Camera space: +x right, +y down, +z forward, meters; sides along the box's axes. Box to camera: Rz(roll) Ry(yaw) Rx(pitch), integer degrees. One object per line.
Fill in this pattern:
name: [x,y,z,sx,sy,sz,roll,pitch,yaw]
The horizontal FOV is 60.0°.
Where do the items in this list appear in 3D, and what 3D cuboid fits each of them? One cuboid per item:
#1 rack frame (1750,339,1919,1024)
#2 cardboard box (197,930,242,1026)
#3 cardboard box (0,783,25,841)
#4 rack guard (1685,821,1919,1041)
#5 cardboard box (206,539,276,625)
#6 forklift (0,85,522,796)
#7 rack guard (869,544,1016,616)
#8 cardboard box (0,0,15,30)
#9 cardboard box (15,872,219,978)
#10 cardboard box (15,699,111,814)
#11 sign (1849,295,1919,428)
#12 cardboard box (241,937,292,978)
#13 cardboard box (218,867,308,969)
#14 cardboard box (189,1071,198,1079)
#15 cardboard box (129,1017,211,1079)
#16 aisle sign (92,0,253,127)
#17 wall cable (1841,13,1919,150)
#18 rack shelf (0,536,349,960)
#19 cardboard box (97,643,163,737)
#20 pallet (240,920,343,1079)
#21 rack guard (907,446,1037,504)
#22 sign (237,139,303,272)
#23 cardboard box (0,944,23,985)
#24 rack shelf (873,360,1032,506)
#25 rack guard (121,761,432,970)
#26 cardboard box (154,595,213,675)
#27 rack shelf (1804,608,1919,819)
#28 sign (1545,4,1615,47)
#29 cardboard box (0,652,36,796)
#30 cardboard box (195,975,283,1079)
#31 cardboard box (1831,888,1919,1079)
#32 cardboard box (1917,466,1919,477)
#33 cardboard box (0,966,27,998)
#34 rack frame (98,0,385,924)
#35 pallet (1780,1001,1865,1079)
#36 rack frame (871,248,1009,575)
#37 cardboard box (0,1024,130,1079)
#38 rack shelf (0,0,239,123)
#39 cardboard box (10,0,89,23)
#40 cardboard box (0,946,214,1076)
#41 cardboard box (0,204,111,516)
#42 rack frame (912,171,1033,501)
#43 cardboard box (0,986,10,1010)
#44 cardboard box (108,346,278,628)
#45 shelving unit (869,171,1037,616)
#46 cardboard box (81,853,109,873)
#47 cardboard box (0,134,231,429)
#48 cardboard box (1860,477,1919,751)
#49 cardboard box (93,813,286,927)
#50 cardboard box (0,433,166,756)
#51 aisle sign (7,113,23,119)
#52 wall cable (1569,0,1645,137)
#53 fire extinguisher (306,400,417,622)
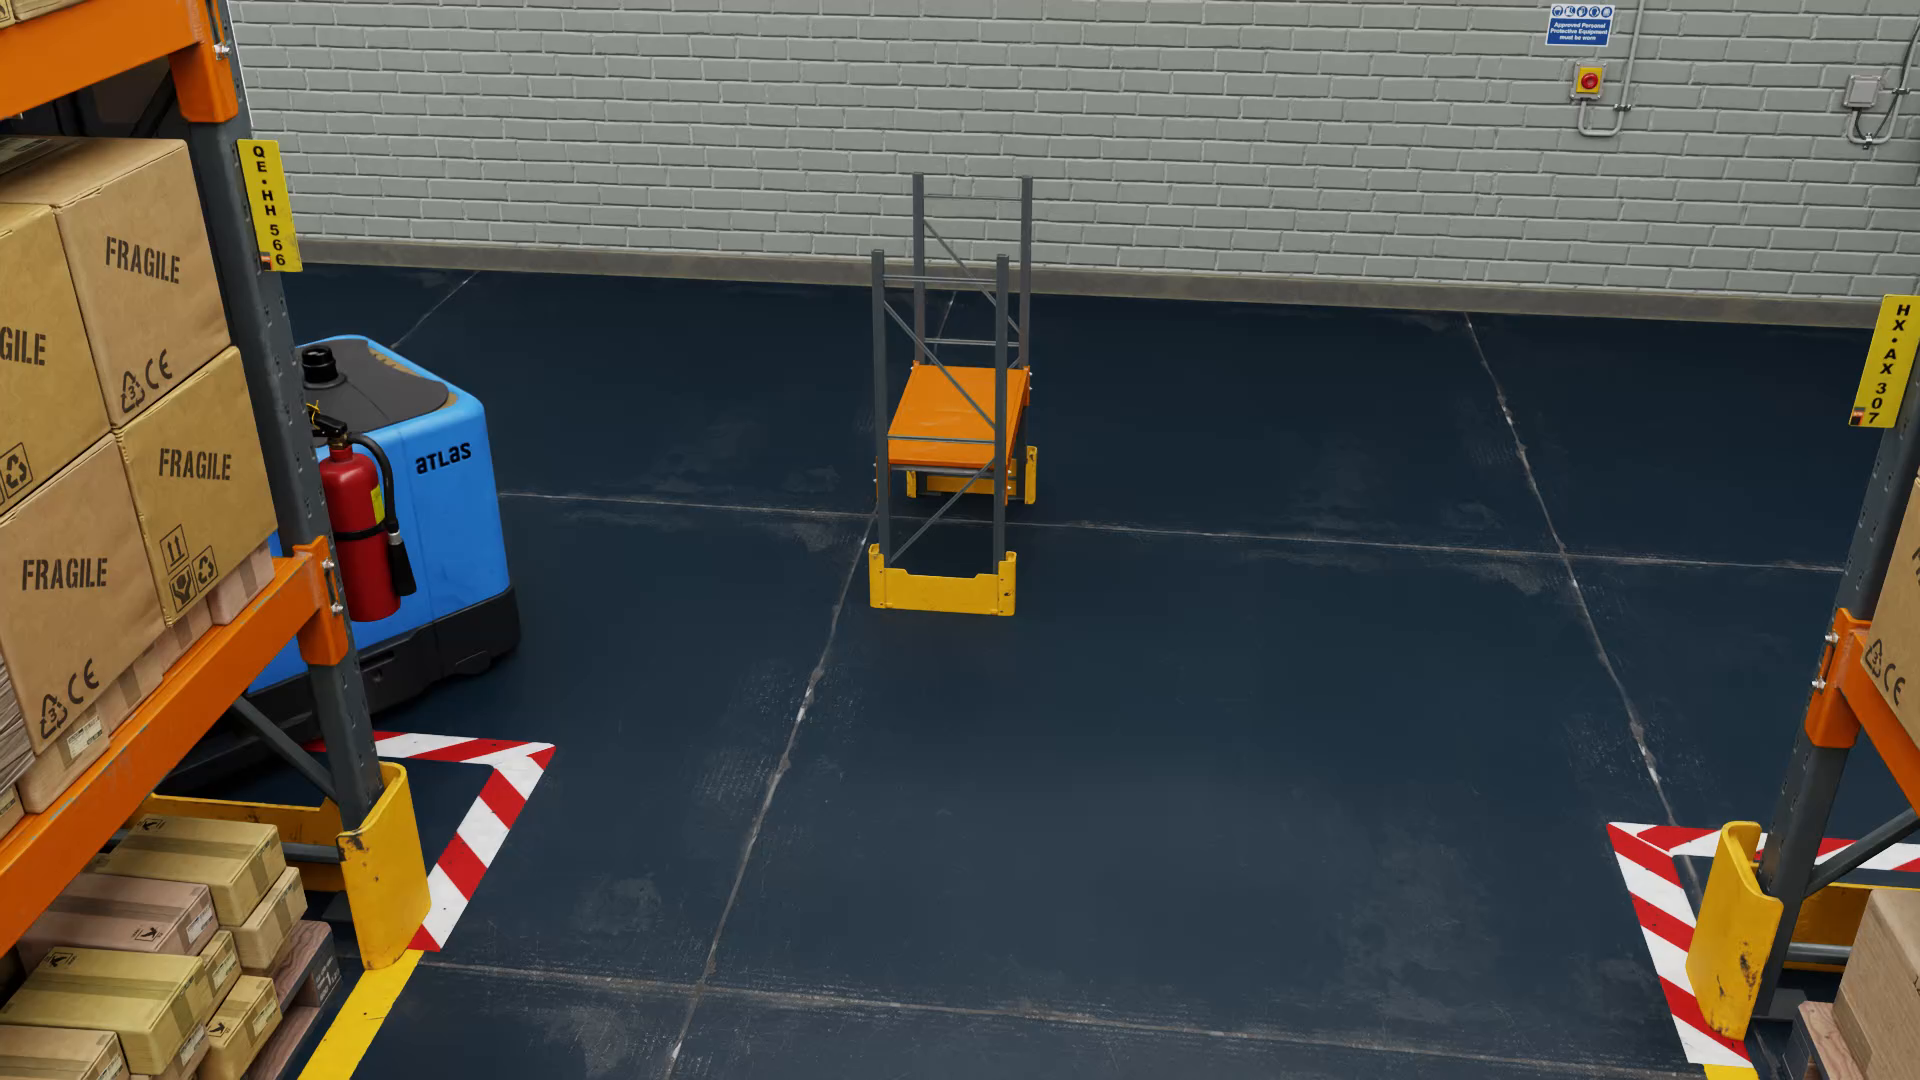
rack frame: [2.704,0.039,4.014,1.000,3.000,0.127,3,28,6]
cardboard box: [-2.088,1.123,4.251,0.380,0.149,0.250,3,28,5]
cardboard box: [-2.133,0.557,3.318,0.380,0.149,0.250,2,28,4]
rack guard: [2.707,1.129,4.628,1.175,0.500,0.348,3,28,6]
cardboard box: [-1.980,0.080,4.204,0.380,0.149,0.250,3,28,6]
forklift: [-3.089,-0.517,5.119,3.031,2.935,1.130,-25,37,-38]
rack guard: [-0.070,0.160,6.689,0.587,0.250,0.087,3,28,6]
cardboard box: [-2.069,-0.985,2.912,0.500,0.250,0.500,3,28,6]
cardboard box: [-2.122,0.986,4.192,0.380,0.149,0.250,4,29,7]
cardboard box: [-2.072,0.435,3.545,0.380,0.149,0.250,4,29,8]
sign: [2.154,-0.412,3.855,0.100,0.325,0.005,3,28,6]
cardboard box: [-2.078,1.129,4.554,0.380,0.149,0.250,4,29,7]
cardboard box: [-2.002,1.004,4.474,0.380,0.149,0.250,3,28,5]
cardboard box: [-2.127,1.376,4.097,0.380,0.149,0.250,3,28,6]
cardboard box: [-2.064,1.248,4.020,0.380,0.149,0.250,2,28,4]
aisle sign: [-1.914,-1.362,3.875,0.394,0.787,0.004,3,28,6]
wall cable: [4.781,-2.987,8.560,0.588,1.984,0.122,3,28,6]
rack shelf: [-2.466,1.057,2.883,1.077,0.370,4.000,3,28,6]
cardboard box: [-2.064,0.314,3.770,0.380,0.149,0.250,3,28,6]
pallet: [-2.365,1.443,4.349,1.003,0.211,1.213,3,28,6]
rack guard: [0.052,-0.309,7.559,0.587,0.250,0.087,3,28,6]
sign: [-1.672,-0.808,4.033,0.100,0.325,0.005,3,28,6]
cardboard box: [-2.537,0.971,4.220,0.380,0.149,0.250,4,29,7]
rack shelf: [-0.010,-0.462,6.905,0.538,0.185,1.000,3,28,6]
rack guard: [-2.230,0.935,4.986,1.175,0.500,0.348,3,28,6]
cardboard box: [-2.048,0.195,3.991,0.380,0.149,0.250,3,28,6]
rack shelf: [2.459,1.298,2.437,1.077,0.370,4.000,3,28,6]
sign: [3.332,-2.767,8.938,0.327,0.218,0.001,3,28,6]
cardboard box: [-2.141,0.332,3.052,0.500,0.500,0.500,3,29,6]
cardboard box: [-2.009,1.256,4.318,0.380,0.149,0.250,4,29,8]
cardboard box: [2.723,1.299,3.935,0.875,0.438,0.875,2,28,4]
cardboard box: [2.363,-0.235,3.365,0.500,0.500,0.500,3,28,5]
cardboard box: [-2.629,1.096,4.303,0.380,0.149,0.250,3,28,6]
rack frame: [-2.221,-0.201,4.460,1.000,3.000,0.127,3,28,6]
pallet: [2.684,1.648,3.969,1.003,0.211,1.213,3,28,6]
rack frame: [-0.073,-0.381,6.376,0.500,1.500,0.032,3,28,6]
cardboard box: [-2.122,1.234,3.733,0.380,0.149,0.250,2,28,4]
rack shelf: [-2.466,-0.263,2.172,1.077,0.370,4.000,3,28,6]
cardboard box: [-2.014,-1.226,3.358,0.500,0.250,0.500,3,28,5]
cardboard box: [-2.028,1.116,3.952,0.380,0.149,0.250,3,28,5]
cardboard box: [-2.092,-0.348,3.259,0.500,0.500,0.500,2,28,4]
rack frame: [0.052,-0.859,7.264,0.500,1.500,0.032,3,28,6]
cardboard box: [-2.571,1.216,4.079,0.380,0.149,0.250,4,29,7]
cardboard box: [-2.020,-0.149,3.945,0.500,0.500,0.500,4,29,7]
shelving unit: [-0.009,-0.624,6.828,0.587,1.500,1.083,3,28,6]
cardboard box: [-2.540,0.970,4.536,0.380,0.149,0.250,5,29,8]
cardboard box: [-2.030,-0.586,3.702,0.500,0.500,0.500,3,28,5]
cardboard box: [2.361,0.205,3.602,0.500,0.500,0.500,3,28,6]
cardboard box: [-2.034,0.871,4.406,0.380,0.149,0.250,4,29,7]
cardboard box: [-2.089,0.093,3.496,0.500,0.500,0.500,3,28,5]
aisle sign: [-2.509,-1.397,3.940,0.394,0.787,0.004,3,28,6]
wall cable: [3.372,-3.077,8.695,0.585,1.953,0.123,3,28,6]
fire extinguisher: [-1.732,-0.094,4.737,0.296,0.674,0.183,3,28,6]
